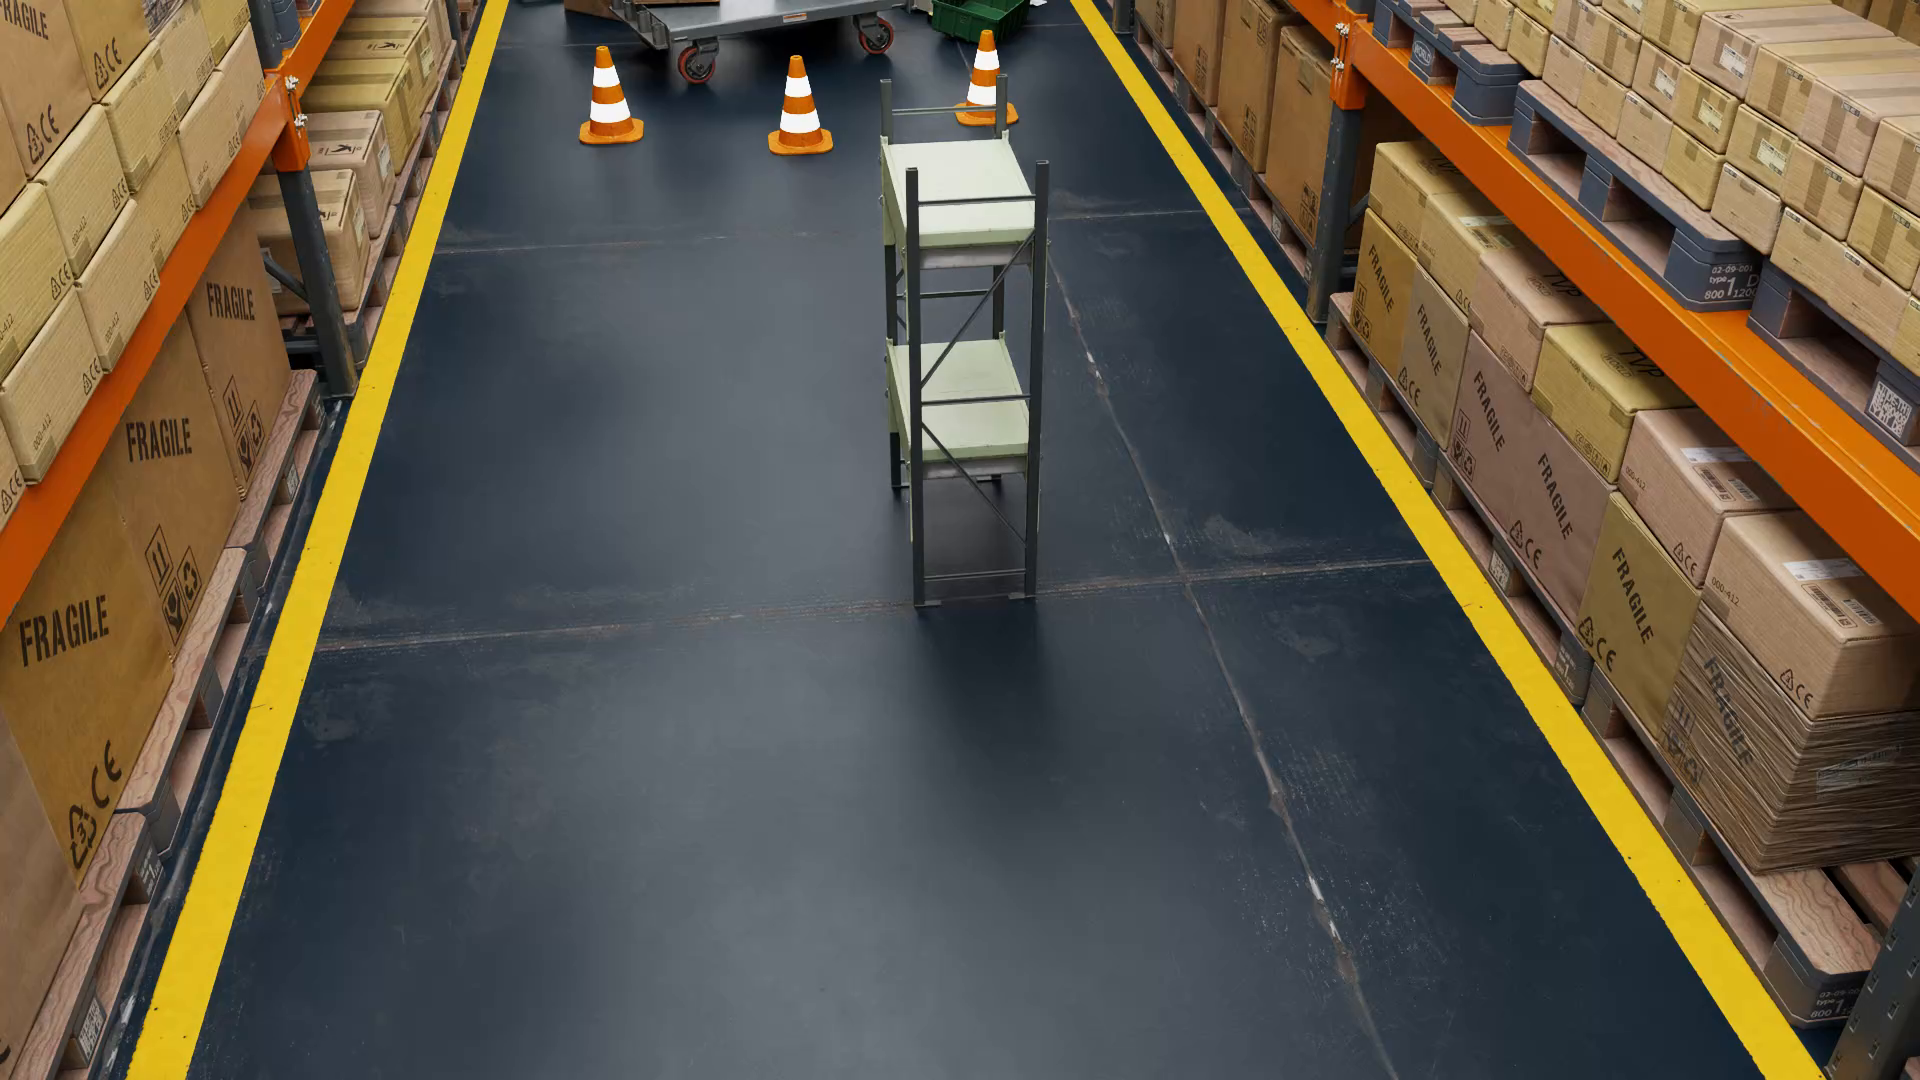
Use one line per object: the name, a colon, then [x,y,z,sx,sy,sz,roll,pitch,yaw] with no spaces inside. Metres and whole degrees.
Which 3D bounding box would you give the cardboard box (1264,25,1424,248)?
cardboard box: [2.004,-1.815,7.374,1.050,0.750,0.750,-5,35,-7]

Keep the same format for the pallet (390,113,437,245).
pallet: [-3.160,-1.756,8.139,1.003,0.211,1.213,-4,35,-6]

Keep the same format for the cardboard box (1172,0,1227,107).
cardboard box: [1.757,-2.822,8.852,1.050,0.750,0.750,-4,35,-6]

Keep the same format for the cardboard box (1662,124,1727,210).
cardboard box: [2.106,-0.995,4.397,0.380,0.149,0.250,-3,34,-4]

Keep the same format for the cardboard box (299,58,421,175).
cardboard box: [-3.165,-2.031,8.028,0.950,0.372,0.625,-3,34,-5]

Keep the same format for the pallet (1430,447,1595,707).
pallet: [2.261,0.044,5.498,1.003,0.211,1.213,-4,35,-6]

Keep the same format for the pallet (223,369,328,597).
pallet: [-2.864,-0.195,5.848,1.003,0.211,1.213,-4,35,-6]

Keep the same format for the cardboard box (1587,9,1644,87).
cardboard box: [2.037,-1.413,4.746,0.380,0.149,0.250,-5,35,-7]

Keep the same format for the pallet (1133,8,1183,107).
pallet: [1.637,-2.879,9.787,1.003,0.211,1.213,-4,35,-6]

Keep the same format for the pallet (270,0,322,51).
pallet: [-3.097,-2.103,6.343,1.213,0.211,1.003,-4,35,-6]

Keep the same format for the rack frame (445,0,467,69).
rack frame: [-3.433,-4.025,8.993,1.000,3.000,0.127,-4,35,-6]

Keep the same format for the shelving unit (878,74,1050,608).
shelving unit: [-0.001,-0.623,5.333,0.431,1.500,0.755,-4,35,-6]

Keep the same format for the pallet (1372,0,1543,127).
pallet: [2.198,-1.755,5.832,1.213,0.211,1.003,-4,35,-6]

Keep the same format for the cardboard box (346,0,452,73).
cardboard box: [-3.360,-2.820,9.185,0.950,0.372,0.625,-4,34,-6]

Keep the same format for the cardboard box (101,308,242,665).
cardboard box: [-2.769,-0.199,4.892,0.875,0.875,0.875,-4,34,-6]

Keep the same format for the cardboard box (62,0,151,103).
cardboard box: [-2.429,-1.415,4.187,0.500,0.500,0.500,-4,35,-6]

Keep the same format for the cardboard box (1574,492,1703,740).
cardboard box: [2.116,0.187,4.658,0.500,0.500,0.500,-5,35,-8]

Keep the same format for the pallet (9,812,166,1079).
pallet: [-2.536,1.167,3.850,1.003,0.211,1.213,-4,35,-6]

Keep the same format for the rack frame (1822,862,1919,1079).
rack frame: [2.534,0.008,3.075,1.000,3.000,0.127,-4,35,-6]

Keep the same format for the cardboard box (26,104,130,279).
cardboard box: [-2.346,-0.827,3.989,0.500,0.250,0.500,-5,35,-8]

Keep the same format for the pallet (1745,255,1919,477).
pallet: [2.576,-0.350,3.771,1.003,0.211,1.213,-4,35,-6]

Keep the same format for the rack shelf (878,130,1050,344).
rack shelf: [-0.001,-0.946,5.113,0.431,0.370,0.720,-4,35,-6]

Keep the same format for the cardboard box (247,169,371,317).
cardboard box: [-2.961,-1.197,6.803,0.950,0.372,0.625,-7,35,-10]

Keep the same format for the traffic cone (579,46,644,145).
traffic cone: [-1.879,-2.391,8.847,0.336,0.463,0.334,-4,35,-6]

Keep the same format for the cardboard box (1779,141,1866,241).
cardboard box: [2.177,-0.830,3.890,0.380,0.149,0.250,-5,35,-8]

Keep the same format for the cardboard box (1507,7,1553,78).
cardboard box: [1.967,-1.578,5.252,0.380,0.149,0.250,-3,34,-4]

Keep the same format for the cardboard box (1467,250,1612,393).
cardboard box: [1.971,-0.711,5.311,0.500,0.250,0.500,-4,34,-6]

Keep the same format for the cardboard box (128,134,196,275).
cardboard box: [-2.434,-0.902,4.543,0.500,0.250,0.500,-5,35,-7]

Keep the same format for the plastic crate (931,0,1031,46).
plastic crate: [0.137,-3.316,10.398,0.450,0.188,0.662,21,39,12]

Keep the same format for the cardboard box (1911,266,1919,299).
cardboard box: [2.248,-0.539,3.463,0.380,0.149,0.250,-4,34,-6]

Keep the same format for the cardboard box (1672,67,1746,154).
cardboard box: [2.104,-1.127,4.326,0.380,0.149,0.250,-4,35,-6]

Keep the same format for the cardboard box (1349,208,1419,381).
cardboard box: [1.839,-0.951,6.328,0.500,0.500,0.500,-6,35,-8]

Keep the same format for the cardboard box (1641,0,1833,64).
cardboard box: [2.075,-1.394,4.454,0.380,0.149,0.250,-5,35,-7]

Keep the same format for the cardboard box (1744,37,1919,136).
cardboard box: [2.152,-1.095,4.015,0.380,0.149,0.250,-5,35,-8]

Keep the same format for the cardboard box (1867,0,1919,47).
cardboard box: [2.722,-1.434,4.512,0.380,0.149,0.250,-3,34,-5]

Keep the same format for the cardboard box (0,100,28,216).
cardboard box: [-2.292,-0.844,3.349,0.500,0.500,0.500,-5,35,-8]

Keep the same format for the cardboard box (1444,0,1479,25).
cardboard box: [1.892,-1.879,5.694,0.380,0.149,0.250,-3,34,-4]

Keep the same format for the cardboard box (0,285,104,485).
cardboard box: [-2.279,-0.340,3.719,0.500,0.250,0.500,-5,35,-7]

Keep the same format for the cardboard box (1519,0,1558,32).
cardboard box: [1.974,-1.691,5.154,0.380,0.149,0.250,-4,35,-6]

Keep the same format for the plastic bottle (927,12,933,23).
plastic bottle: [-0.074,-3.282,10.511,0.133,0.061,0.283,-24,41,-30]

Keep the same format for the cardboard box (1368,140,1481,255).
cardboard box: [1.849,-1.271,6.133,0.500,0.250,0.500,-6,35,-9]

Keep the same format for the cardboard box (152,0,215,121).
cardboard box: [-2.506,-1.401,4.831,0.500,0.250,0.500,-5,35,-8]

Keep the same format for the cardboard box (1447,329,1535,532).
cardboard box: [1.983,-0.384,5.497,0.500,0.500,0.500,-5,35,-8]

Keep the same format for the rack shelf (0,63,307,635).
rack shelf: [-2.626,-0.379,4.282,1.077,0.370,4.000,-4,35,-6]

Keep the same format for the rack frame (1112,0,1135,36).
rack frame: [1.458,-4.456,9.625,1.000,3.000,0.127,-4,35,-6]

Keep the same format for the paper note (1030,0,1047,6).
paper note: [0.471,-3.536,10.911,0.142,0.020,0.147,27,43,34]

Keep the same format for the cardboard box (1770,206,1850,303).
cardboard box: [2.184,-0.692,3.953,0.380,0.149,0.250,-6,35,-9]

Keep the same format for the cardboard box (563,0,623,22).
cardboard box: [-2.229,-3.694,10.724,0.500,0.500,0.500,20,39,26]

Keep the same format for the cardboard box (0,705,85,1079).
cardboard box: [-2.520,0.804,3.421,0.875,0.875,0.875,-3,34,-5]

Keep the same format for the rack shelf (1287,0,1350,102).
rack shelf: [1.727,-3.043,8.190,1.077,0.370,4.000,-4,35,-6]

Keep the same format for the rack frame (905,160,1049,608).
rack frame: [0.048,-0.419,5.033,0.400,1.500,0.023,-4,35,-6]

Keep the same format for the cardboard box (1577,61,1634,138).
cardboard box: [2.037,-1.289,4.828,0.380,0.149,0.250,-4,34,-6]

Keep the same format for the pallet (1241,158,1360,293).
pallet: [1.965,-1.517,7.789,1.003,0.211,1.213,-4,35,-6]

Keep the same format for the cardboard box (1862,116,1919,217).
cardboard box: [2.217,-0.811,3.598,0.380,0.149,0.250,-5,35,-8]

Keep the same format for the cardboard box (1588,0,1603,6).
cardboard box: [2.007,-1.681,4.876,0.380,0.149,0.250,-3,34,-4]

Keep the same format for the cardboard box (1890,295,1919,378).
cardboard box: [2.249,-0.413,3.543,0.380,0.149,0.250,-4,34,-6]

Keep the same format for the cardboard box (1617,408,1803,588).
cardboard box: [2.128,-0.127,4.453,0.500,0.250,0.500,-3,34,-4]

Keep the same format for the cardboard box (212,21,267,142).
cardboard box: [-2.570,-1.468,5.374,0.500,0.250,0.500,-6,35,-8]
